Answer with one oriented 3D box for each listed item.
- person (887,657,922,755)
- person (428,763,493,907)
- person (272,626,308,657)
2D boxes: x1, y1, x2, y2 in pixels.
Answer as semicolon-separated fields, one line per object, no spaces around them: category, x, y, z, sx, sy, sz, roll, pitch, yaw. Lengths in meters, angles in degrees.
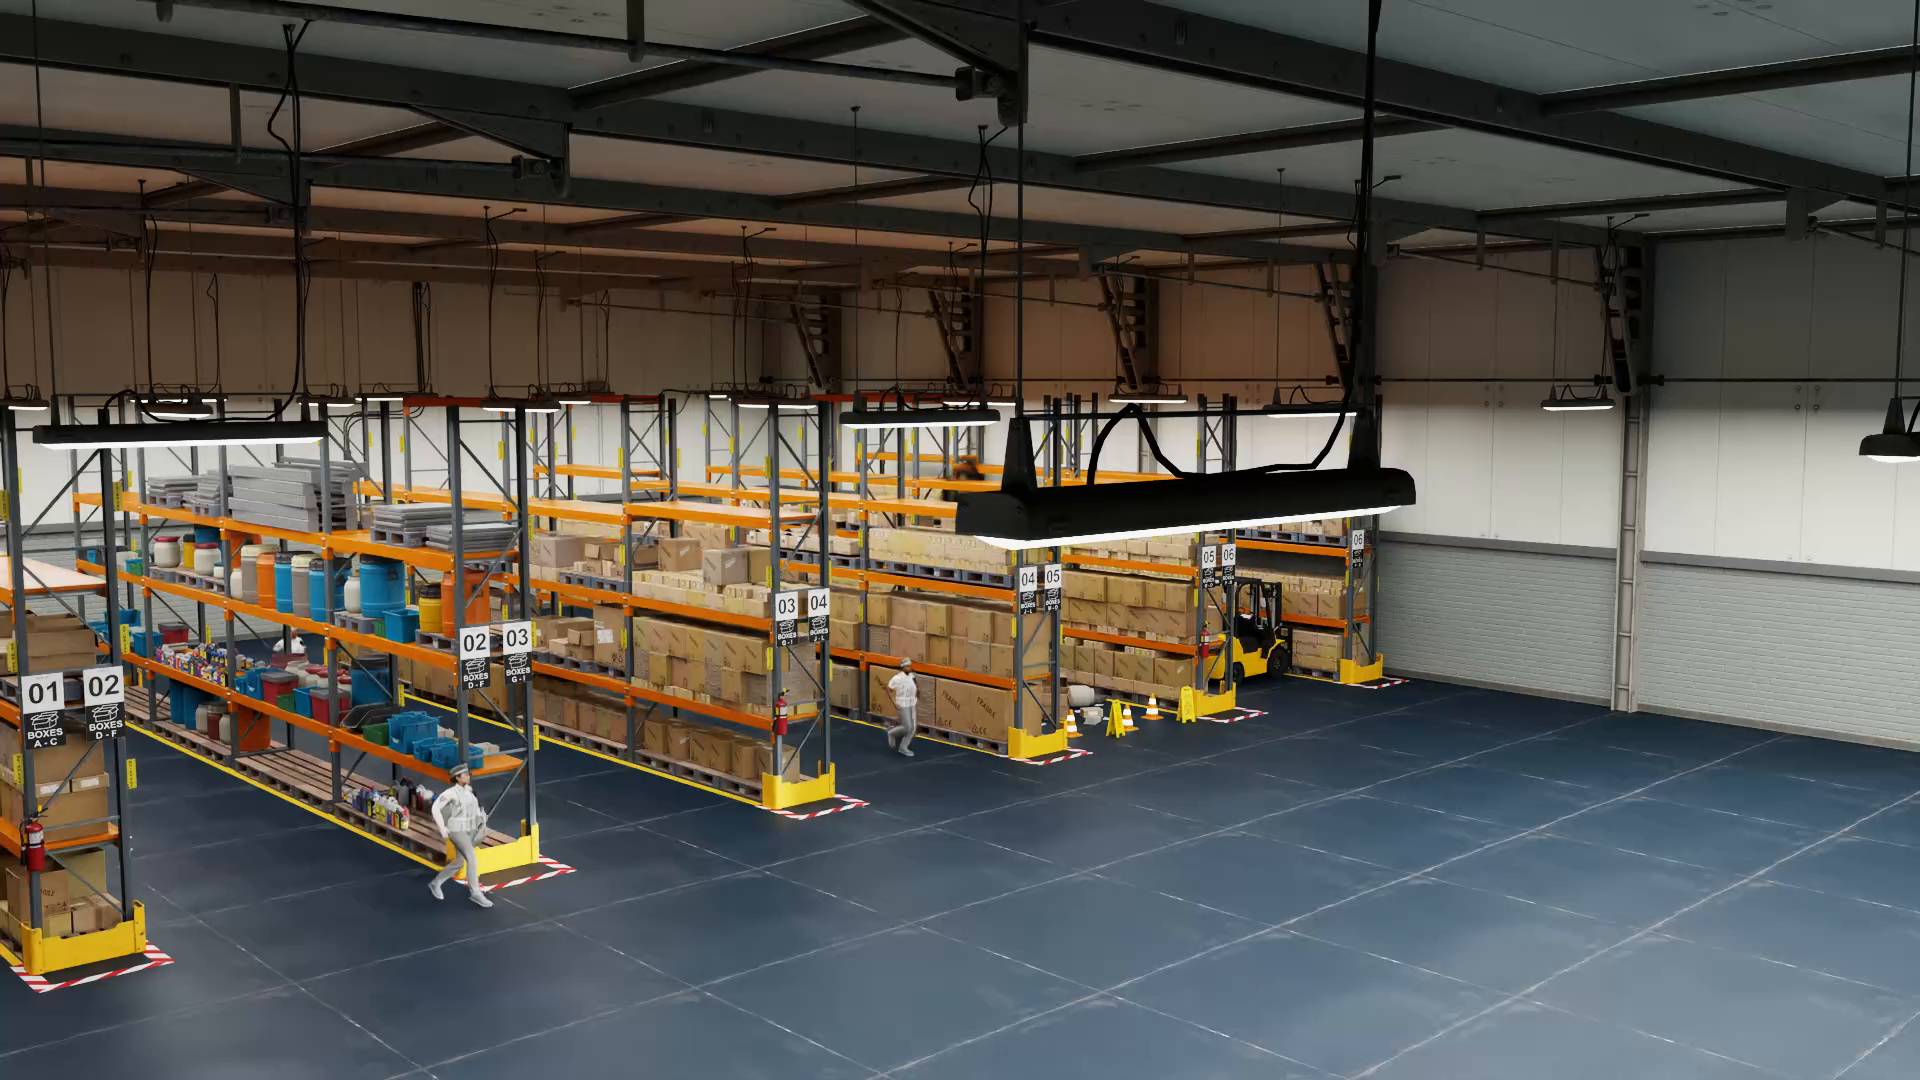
person;-0.913;2.801;28.036;0.568;1.671;0.605;5;8;44
person;-6.005;3.544;20.139;0.865;1.686;0.629;1;6;14
person;-12.723;2.432;31.803;0.622;1.632;0.585;3;6;29
